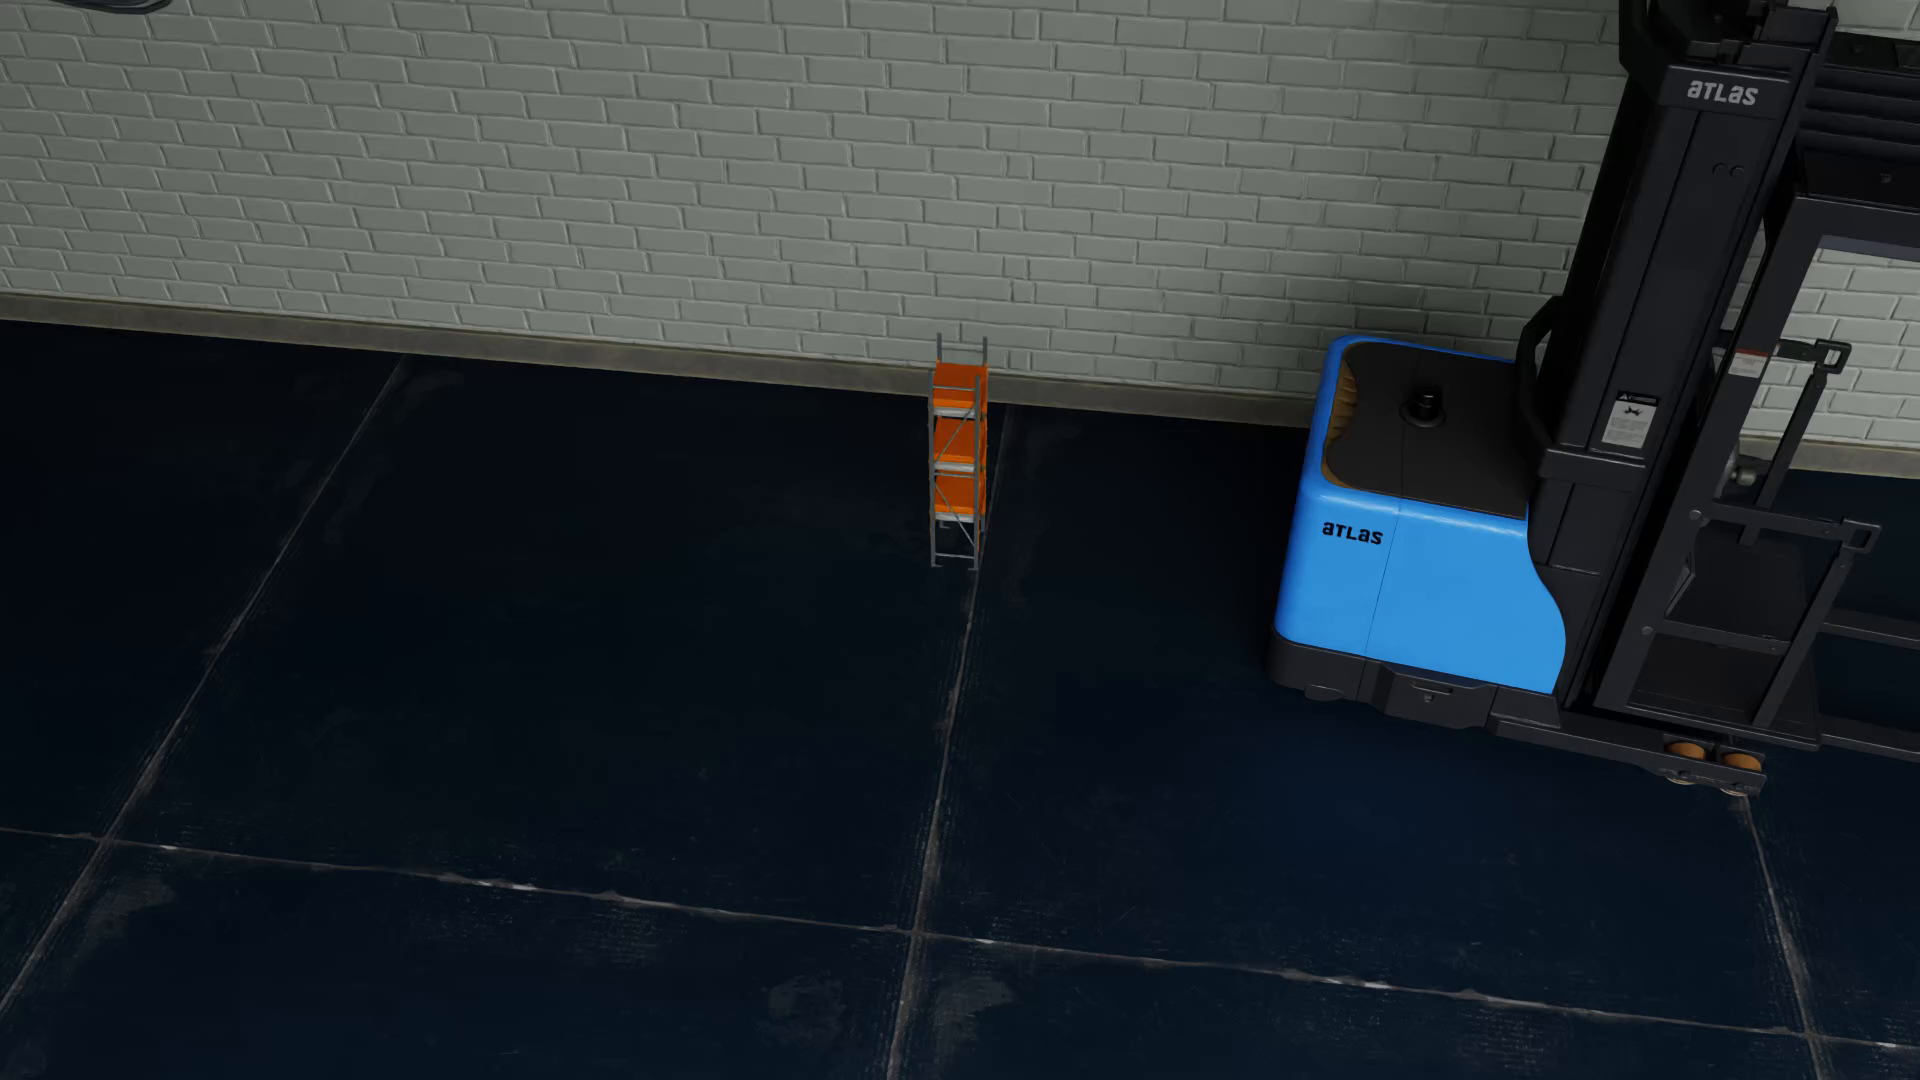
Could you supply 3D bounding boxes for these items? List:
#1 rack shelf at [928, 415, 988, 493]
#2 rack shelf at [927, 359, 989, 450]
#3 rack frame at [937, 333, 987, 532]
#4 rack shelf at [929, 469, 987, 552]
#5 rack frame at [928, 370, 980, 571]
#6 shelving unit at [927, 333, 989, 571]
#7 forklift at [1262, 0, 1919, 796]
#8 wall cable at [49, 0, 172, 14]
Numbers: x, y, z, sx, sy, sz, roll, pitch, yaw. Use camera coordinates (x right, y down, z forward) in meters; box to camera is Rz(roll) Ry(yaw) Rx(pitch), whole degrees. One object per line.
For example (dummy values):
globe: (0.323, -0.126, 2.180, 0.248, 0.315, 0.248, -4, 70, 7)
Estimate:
rack shelf: (-0.007, -0.337, 6.858, 0.215, 0.259, 0.240, 5, 44, 6)
rack shelf: (-0.007, -0.543, 6.663, 0.215, 0.259, 0.240, 5, 44, 6)
rack frame: (0.009, -0.428, 6.938, 0.200, 1.050, 0.008, 5, 44, 6)
rack shelf: (-0.007, -0.135, 7.049, 0.215, 0.259, 0.240, 5, 44, 6)
rack frame: (-0.023, -0.262, 6.763, 0.200, 1.050, 0.008, 5, 44, 6)
shelving unit: (-0.007, -0.345, 6.851, 0.215, 1.050, 0.252, 5, 44, 6)
forklift: (2.778, -0.515, 5.662, 3.031, 2.935, 1.130, 11, 45, 12)
wall cable: (-4.719, -3.229, 6.374, 3.097, 2.526, 0.112, 5, 44, 6)
